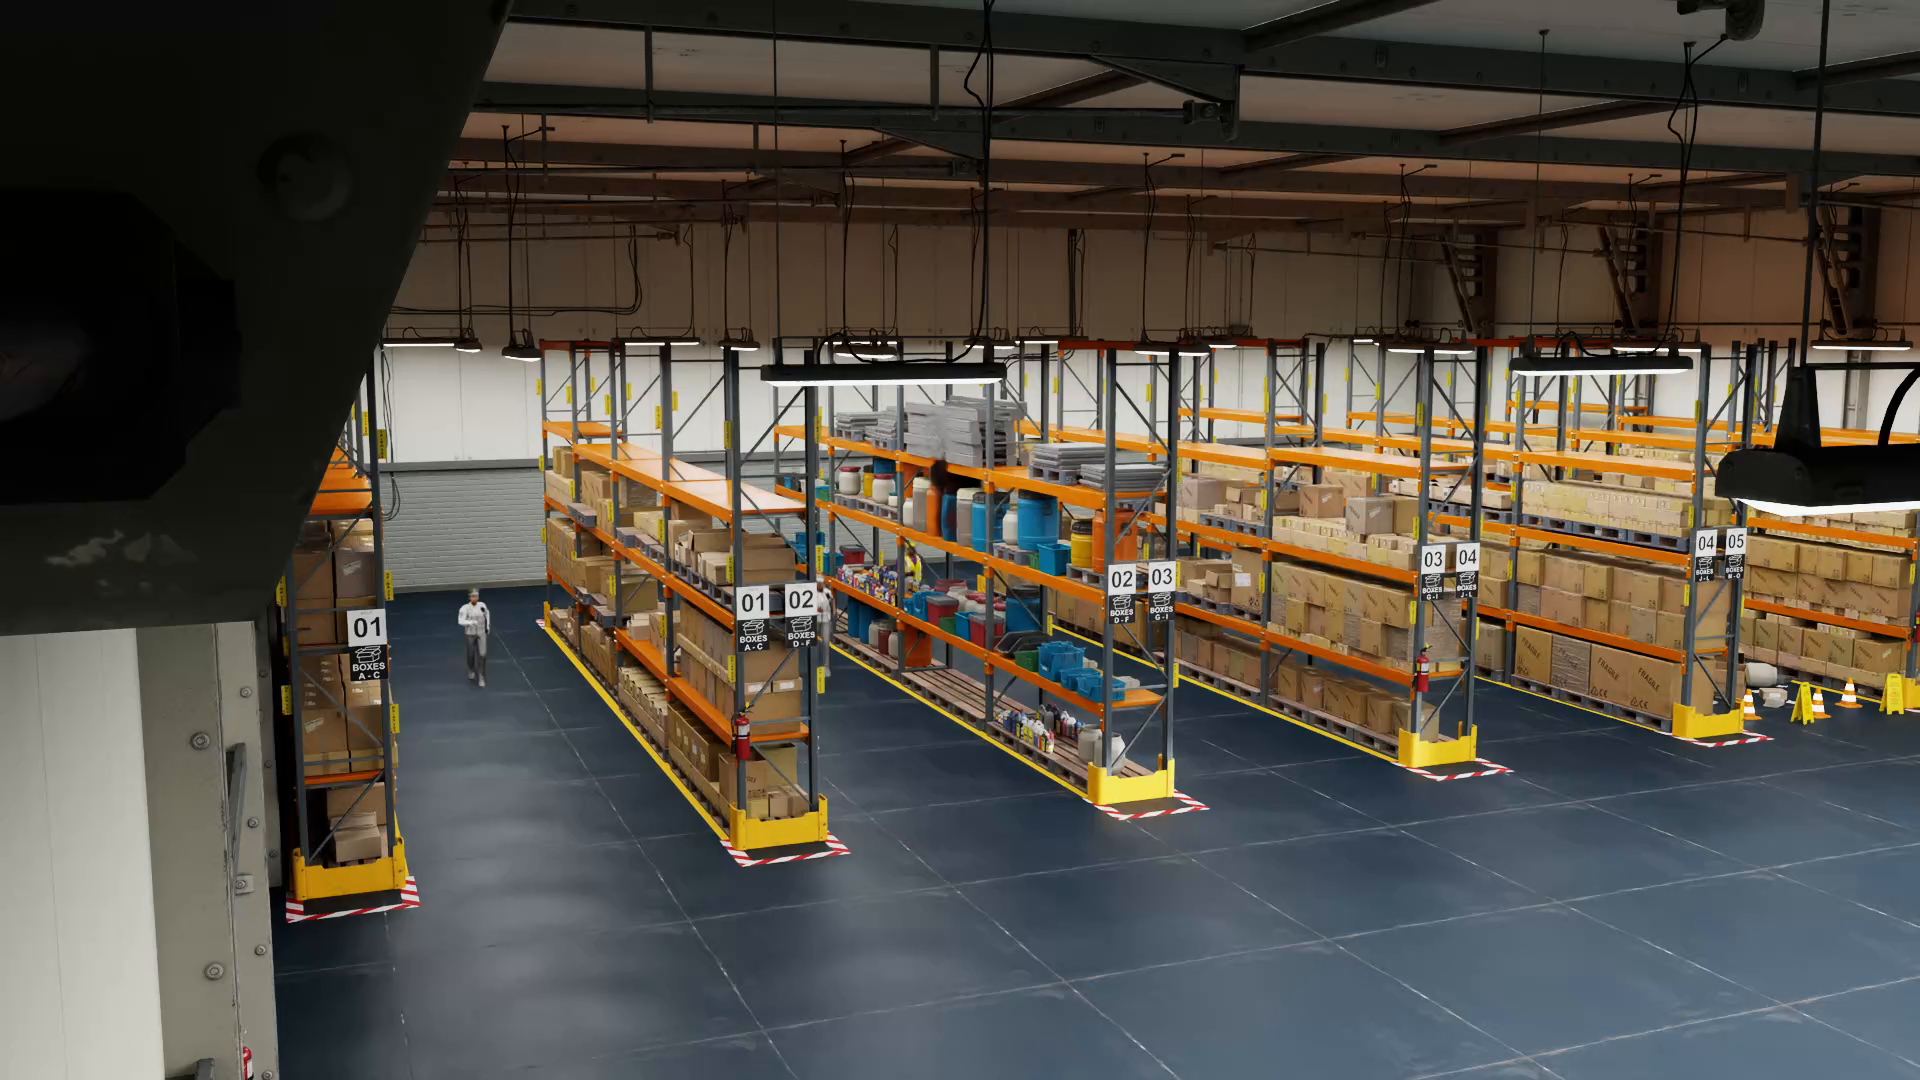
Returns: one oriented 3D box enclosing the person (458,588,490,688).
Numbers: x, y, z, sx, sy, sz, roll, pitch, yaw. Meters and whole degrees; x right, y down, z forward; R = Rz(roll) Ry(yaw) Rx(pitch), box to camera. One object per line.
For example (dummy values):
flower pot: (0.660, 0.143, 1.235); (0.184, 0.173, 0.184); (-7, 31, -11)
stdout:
person: (-8.530, 1.691, 29.234); (0.565, 1.740, 0.846); (-3, 8, -22)

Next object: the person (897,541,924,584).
person: (-1.013, 0.919, 34.961); (0.672, 1.811, 0.828); (-3, 8, -24)

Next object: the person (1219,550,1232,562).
person: (7.077, -0.237, 43.836); (0.792, 1.812, 0.688); (-6, 10, -39)

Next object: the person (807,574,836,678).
person: (-2.435, 1.452, 28.949); (0.578, 1.766, 0.844); (-2, 8, -16)
